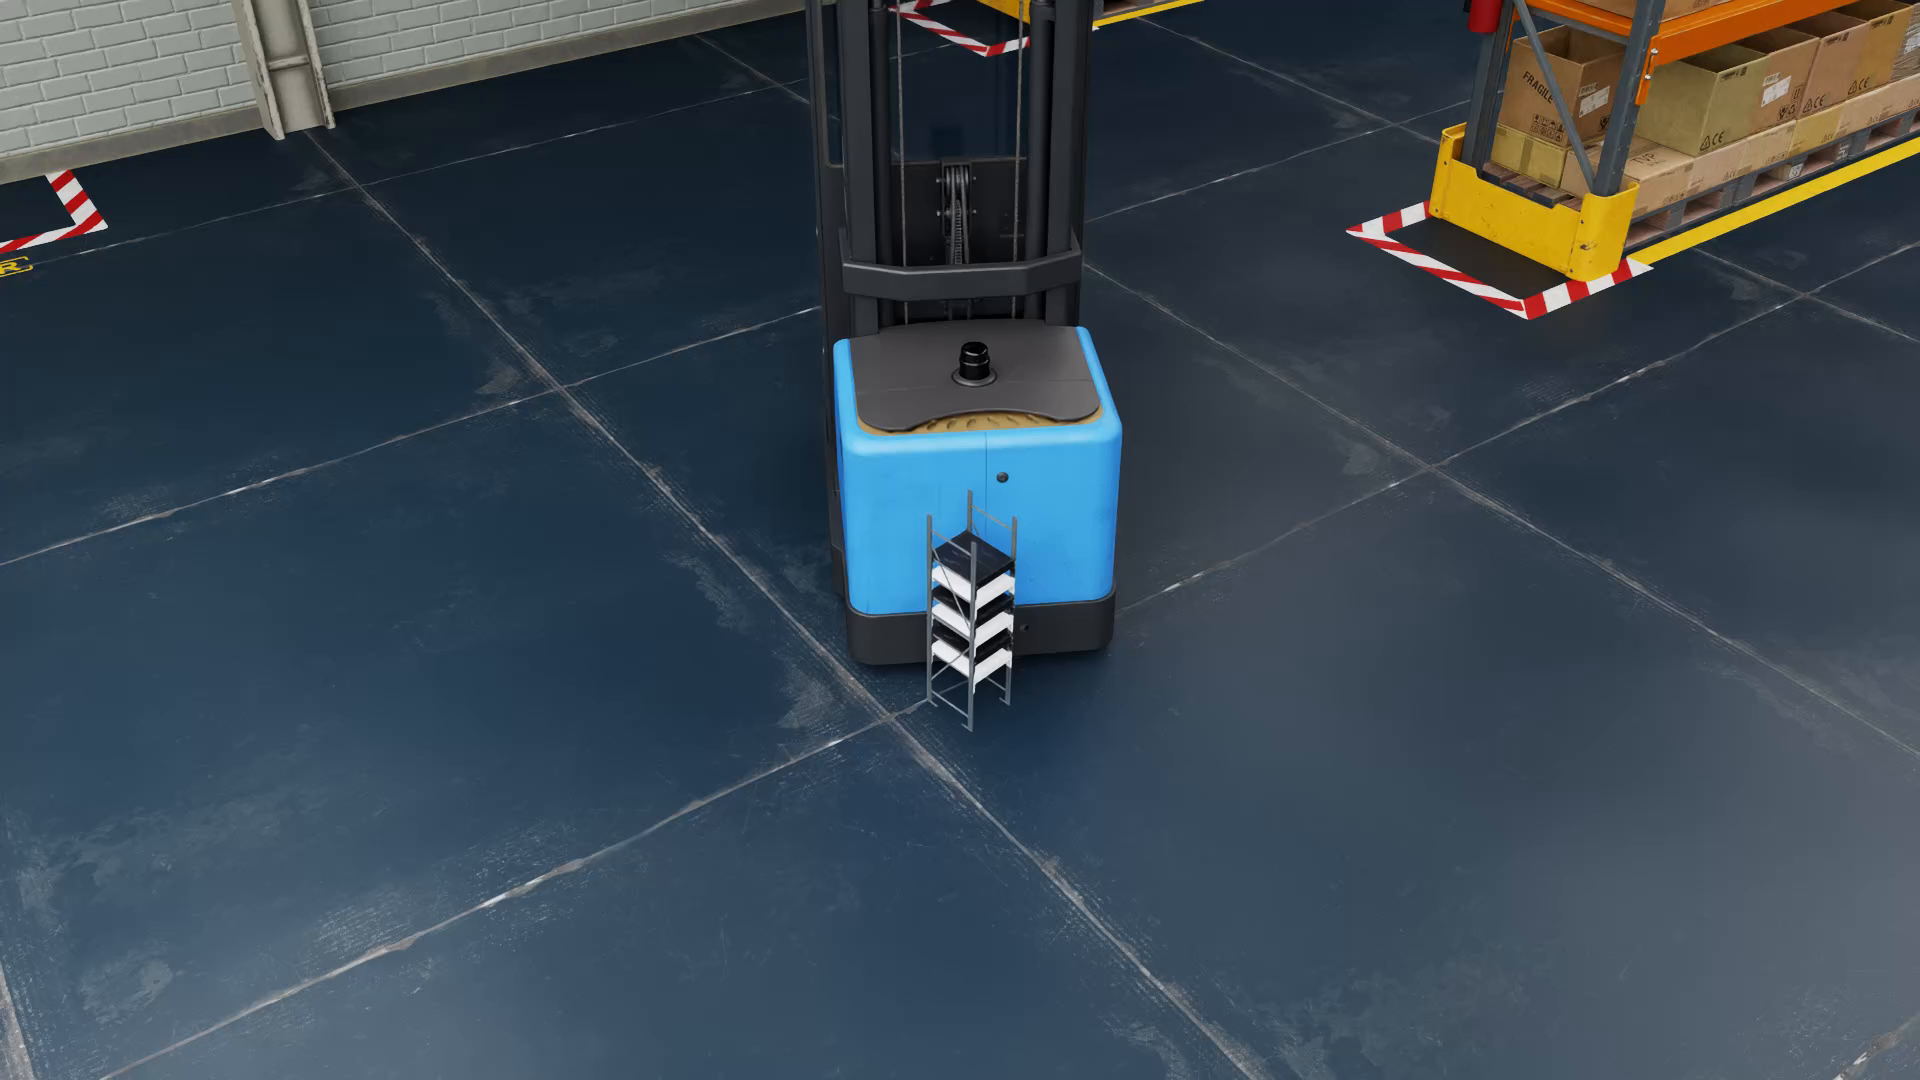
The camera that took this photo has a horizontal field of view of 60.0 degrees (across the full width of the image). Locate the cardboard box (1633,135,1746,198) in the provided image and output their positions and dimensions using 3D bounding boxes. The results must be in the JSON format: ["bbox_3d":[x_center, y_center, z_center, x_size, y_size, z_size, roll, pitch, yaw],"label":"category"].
[{"bbox_3d":[4.258,-2.280,9.847,0.500,0.250,0.500,-22,41,-28],"label":"cardboard box"}]

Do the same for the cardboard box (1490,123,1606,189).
[{"bbox_3d":[3.553,-2.358,9.954,0.500,0.250,0.500,-22,41,-28],"label":"cardboard box"}]

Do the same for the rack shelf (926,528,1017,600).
[{"bbox_3d":[0.040,0.084,5.945,0.258,0.077,0.200,32,48,33],"label":"rack shelf"}]

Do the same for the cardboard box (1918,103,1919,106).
[{"bbox_3d":[6.301,-3.121,11.016,0.500,0.250,0.500,-22,41,-28],"label":"cardboard box"}]

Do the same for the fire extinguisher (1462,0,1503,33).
[{"bbox_3d":[2.920,-3.133,9.103,0.183,0.674,0.296,-22,41,-28],"label":"fire extinguisher"}]

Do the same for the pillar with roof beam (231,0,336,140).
[{"bbox_3d":[-1.923,-4.356,5.600,0.400,9.000,9.100,-22,41,-28],"label":"pillar with roof beam"}]

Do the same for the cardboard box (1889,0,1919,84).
[{"bbox_3d":[5.886,-3.263,10.571,0.500,0.500,0.500,-22,41,-28],"label":"cardboard box"}]

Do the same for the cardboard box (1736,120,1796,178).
[{"bbox_3d":[4.667,-2.448,10.081,0.500,0.250,0.500,-22,41,-28],"label":"cardboard box"}]

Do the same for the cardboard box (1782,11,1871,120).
[{"bbox_3d":[5.079,-2.918,10.092,0.500,0.500,0.500,-22,41,-28],"label":"cardboard box"}]

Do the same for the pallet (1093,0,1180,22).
[{"bbox_3d":[1.174,-4.495,13.319,1.213,0.211,1.003,-22,41,-28],"label":"pallet"}]

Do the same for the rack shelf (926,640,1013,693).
[{"bbox_3d":[0.035,0.437,6.224,0.258,0.077,0.200,32,48,33],"label":"rack shelf"}]

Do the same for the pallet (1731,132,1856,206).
[{"bbox_3d":[4.882,-2.535,10.594,1.213,0.211,1.003,-22,41,-28],"label":"pallet"}]

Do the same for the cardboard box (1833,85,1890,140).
[{"bbox_3d":[5.486,-2.783,10.545,0.500,0.250,0.500,-22,41,-28],"label":"cardboard box"}]

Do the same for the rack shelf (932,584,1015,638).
[{"bbox_3d":[0.038,0.225,6.057,0.258,0.077,0.200,32,48,33],"label":"rack shelf"}]

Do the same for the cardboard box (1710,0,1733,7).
[{"bbox_3d":[4.100,-3.353,9.257,0.500,0.500,0.700,-21,41,-27],"label":"cardboard box"}]

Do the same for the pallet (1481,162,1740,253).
[{"bbox_3d":[3.886,-2.127,10.027,1.213,0.211,1.003,-22,41,-28],"label":"pallet"}]

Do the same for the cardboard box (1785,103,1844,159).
[{"bbox_3d":[5.078,-2.614,10.311,0.500,0.250,0.500,-22,41,-28],"label":"cardboard box"}]

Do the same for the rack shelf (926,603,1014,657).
[{"bbox_3d":[0.037,0.296,6.112,0.258,0.077,0.200,32,48,33],"label":"rack shelf"}]

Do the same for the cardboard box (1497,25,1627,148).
[{"bbox_3d":[3.552,-2.663,9.737,0.500,0.500,0.500,-22,41,-28],"label":"cardboard box"}]

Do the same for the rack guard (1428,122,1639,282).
[{"bbox_3d":[3.265,-1.959,9.546,0.348,0.500,1.175,-22,41,-28],"label":"rack guard"}]

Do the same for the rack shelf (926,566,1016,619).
[{"bbox_3d":[0.039,0.154,6.001,0.258,0.077,0.200,32,48,33],"label":"rack shelf"}]

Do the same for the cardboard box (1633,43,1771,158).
[{"bbox_3d":[4.259,-2.584,9.627,0.500,0.500,0.500,-22,41,-28],"label":"cardboard box"}]

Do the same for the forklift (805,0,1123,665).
[{"bbox_3d":[-0.067,-1.551,6.897,1.130,2.935,3.031,-4,36,-5],"label":"forklift"}]

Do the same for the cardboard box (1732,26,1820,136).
[{"bbox_3d":[4.660,-2.758,9.869,0.500,0.500,0.500,-22,41,-28],"label":"cardboard box"}]

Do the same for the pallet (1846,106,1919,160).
[{"bbox_3d":[5.880,-2.948,11.168,1.213,0.211,1.003,-22,41,-28],"label":"pallet"}]

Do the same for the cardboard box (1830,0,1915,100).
[{"bbox_3d":[5.479,-3.093,10.335,0.500,0.500,0.500,-22,41,-28],"label":"cardboard box"}]

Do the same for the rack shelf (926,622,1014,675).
[{"bbox_3d":[0.036,0.366,6.168,0.258,0.077,0.200,32,48,33],"label":"rack shelf"}]

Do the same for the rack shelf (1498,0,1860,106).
[{"bbox_3d":[4.919,-3.363,9.973,4.000,0.370,1.077,-22,41,-28],"label":"rack shelf"}]

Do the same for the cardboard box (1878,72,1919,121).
[{"bbox_3d":[5.887,-2.958,10.789,0.500,0.250,0.500,-22,41,-28],"label":"cardboard box"}]

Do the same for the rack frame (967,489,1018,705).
[{"bbox_3d":[0.109,0.225,6.149,0.240,0.900,0.006,32,48,33],"label":"rack frame"}]

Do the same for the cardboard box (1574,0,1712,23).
[{"bbox_3d":[3.674,-3.174,9.008,0.500,0.500,0.700,-22,41,-28],"label":"cardboard box"}]

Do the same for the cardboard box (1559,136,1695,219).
[{"bbox_3d":[3.851,-2.111,9.611,0.500,0.250,0.500,-22,41,-28],"label":"cardboard box"}]

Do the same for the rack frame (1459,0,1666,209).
[{"bbox_3d":[3.285,-2.982,8.827,0.127,3.000,1.000,-22,41,-28],"label":"rack frame"}]

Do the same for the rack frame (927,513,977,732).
[{"bbox_3d":[-0.034,0.313,6.035,0.240,0.900,0.006,32,48,33],"label":"rack frame"}]

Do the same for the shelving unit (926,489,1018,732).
[{"bbox_3d":[0.038,0.269,6.092,0.258,0.900,0.210,32,48,33],"label":"shelving unit"}]

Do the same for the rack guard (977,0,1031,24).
[{"bbox_3d":[0.490,-4.356,12.878,0.348,0.500,1.175,-22,41,-28],"label":"rack guard"}]
